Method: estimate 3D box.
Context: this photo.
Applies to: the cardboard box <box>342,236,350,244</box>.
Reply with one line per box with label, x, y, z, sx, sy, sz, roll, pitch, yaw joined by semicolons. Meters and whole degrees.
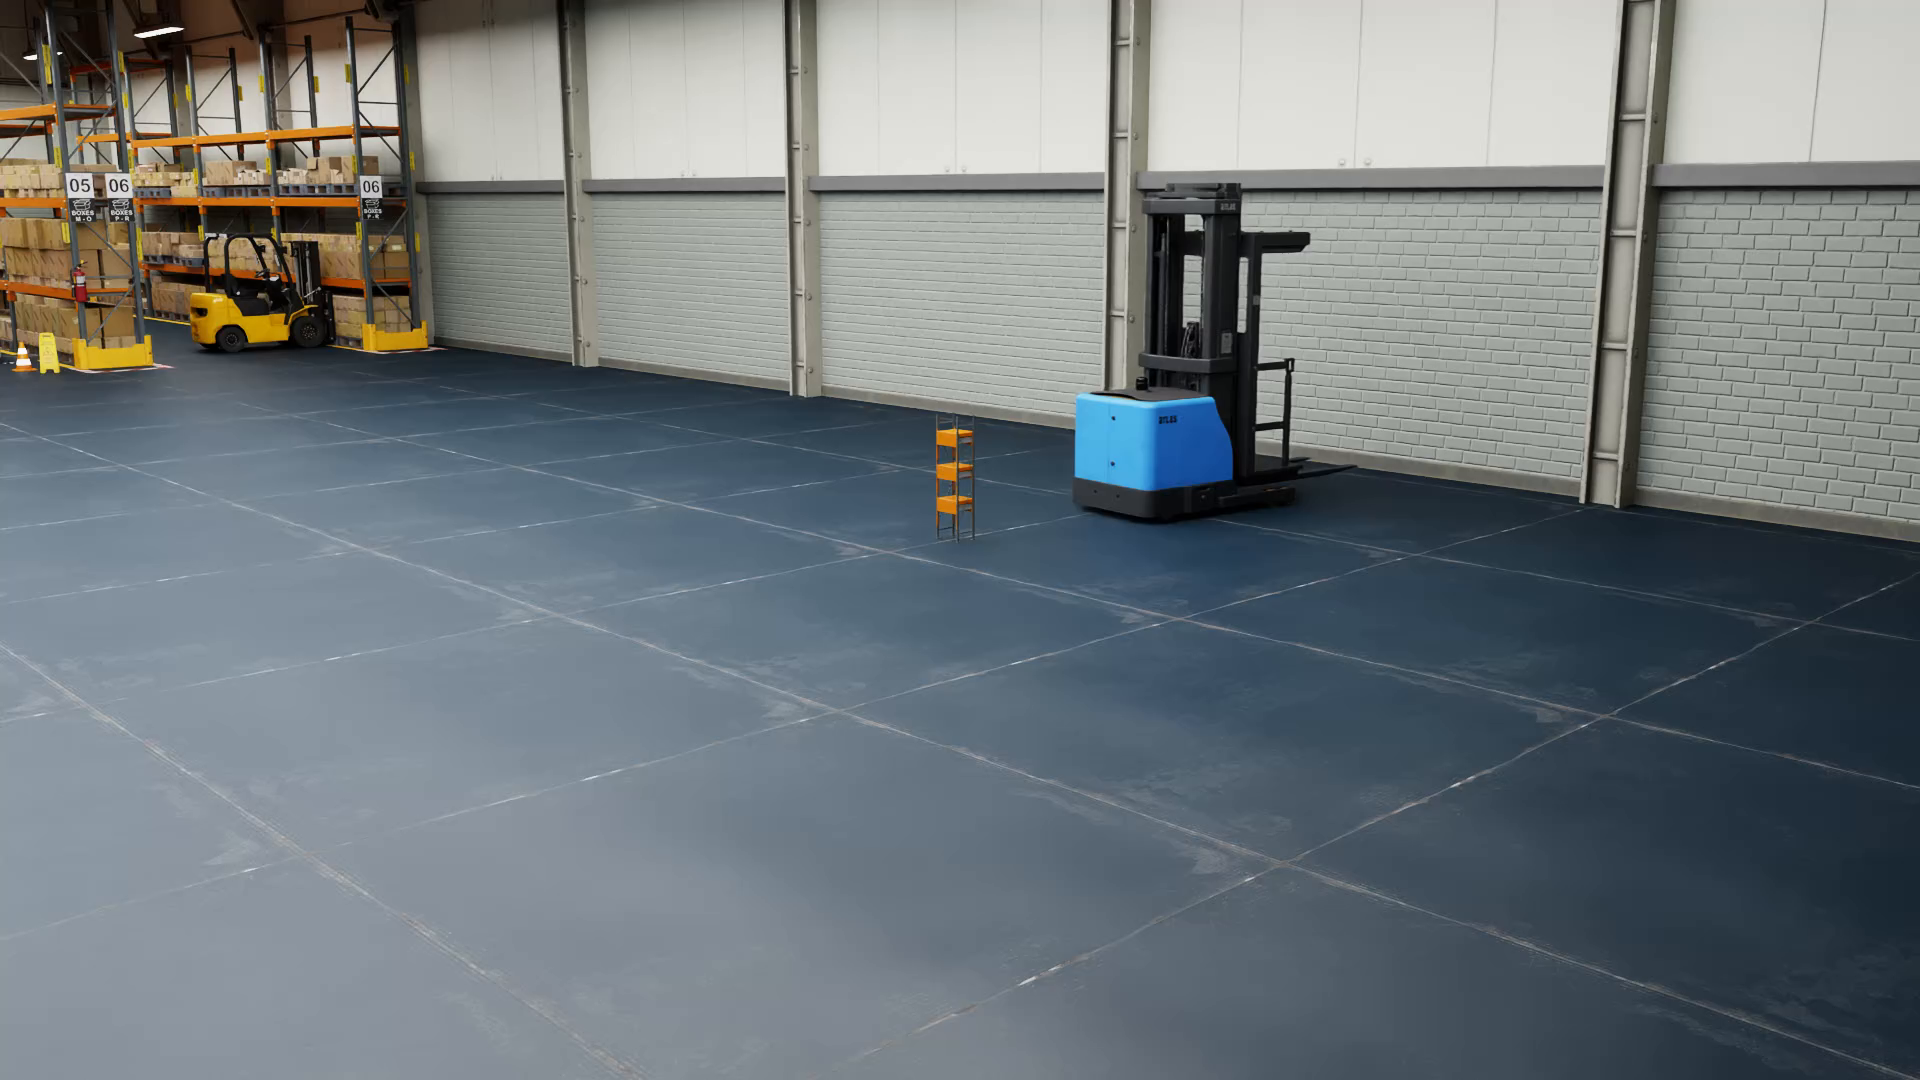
cardboard box;-11.476;-5.691;31.508;0.380;0.149;0.250;-10;16;-41

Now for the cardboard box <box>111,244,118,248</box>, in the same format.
cardboard box;-20.544;-7.174;40.935;0.500;0.250;0.500;11;16;44

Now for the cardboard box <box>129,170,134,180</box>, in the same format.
cardboard box;-19.492;-8.667;39.509;0.500;0.250;0.500;-11;16;-42

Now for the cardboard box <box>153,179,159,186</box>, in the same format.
cardboard box;-18.175;-8.156;37.964;0.380;0.149;0.250;-10;16;-41

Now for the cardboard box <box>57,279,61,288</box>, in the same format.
cardboard box;-15.100;-4.361;28.268;0.380;0.149;0.250;-11;16;-44

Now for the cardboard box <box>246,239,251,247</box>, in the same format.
cardboard box;-14.745;-6.241;34.917;0.380;0.149;0.250;-11;16;-42

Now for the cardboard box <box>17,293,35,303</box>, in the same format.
cardboard box;-16.778;-4.375;30.019;0.380;0.149;0.250;-11;16;-42

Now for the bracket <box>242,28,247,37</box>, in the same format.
bracket;-15.199;-10.905;35.620;0.235;0.232;0.430;-11;16;-43

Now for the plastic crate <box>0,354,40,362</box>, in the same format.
plastic crate;-16.541;-3.208;29.283;0.583;0.080;0.402;6;13;26

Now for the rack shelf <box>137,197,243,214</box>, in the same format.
rack shelf;-17.589;-7.666;38.035;1.077;0.370;4.000;-11;16;-43

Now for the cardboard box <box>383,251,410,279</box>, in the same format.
cardboard box;-10.824;-5.250;31.710;0.500;0.500;0.500;-10;15;-41

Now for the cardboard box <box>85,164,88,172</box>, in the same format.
cardboard box;-14.554;-6.249;28.021;0.380;0.149;0.250;-11;16;-43

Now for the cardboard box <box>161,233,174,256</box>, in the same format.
cardboard box;-17.898;-6.804;38.213;0.700;0.500;0.500;-11;16;-43

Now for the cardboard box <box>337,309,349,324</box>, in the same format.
cardboard box;-11.584;-4.296;31.862;0.500;0.250;0.500;-11;16;-43

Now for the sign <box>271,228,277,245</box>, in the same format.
sign;-13.831;-6.125;33.532;0.100;0.325;0.005;-11;16;-43

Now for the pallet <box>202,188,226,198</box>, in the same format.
pallet;-15.674;-7.547;36.145;1.213;0.211;1.003;-10;15;-40

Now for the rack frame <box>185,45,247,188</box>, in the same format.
rack frame;-16.208;-9.195;36.243;1.000;3.000;0.127;-11;16;-43

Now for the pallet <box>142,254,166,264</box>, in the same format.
pallet;-18.497;-6.615;39.062;1.003;0.211;1.213;-11;16;-43

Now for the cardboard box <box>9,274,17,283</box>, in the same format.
cardboard box;-17.047;-4.767;30.240;0.380;0.149;0.250;-11;16;-43

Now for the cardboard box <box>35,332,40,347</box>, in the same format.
cardboard box;-16.075;-3.563;29.545;0.500;0.250;0.500;-11;16;-43

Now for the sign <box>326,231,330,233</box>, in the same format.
sign;-13.045;-6.214;34.296;0.100;0.325;0.005;-11;16;-43

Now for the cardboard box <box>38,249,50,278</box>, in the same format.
cardboard box;-15.530;-4.780;28.694;0.500;0.500;0.500;-11;16;-43

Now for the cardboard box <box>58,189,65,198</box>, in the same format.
cardboard box;-14.719;-5.757;27.608;0.380;0.149;0.250;-11;16;-42

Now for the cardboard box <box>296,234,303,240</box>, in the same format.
cardboard box;-12.908;-5.984;32.932;0.380;0.149;0.250;-10;16;-41

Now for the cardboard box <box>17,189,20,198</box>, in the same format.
cardboard box;-16.459;-6.139;29.463;0.380;0.149;0.250;-10;15;-41

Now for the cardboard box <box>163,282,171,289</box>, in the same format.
cardboard box;-18.482;-5.985;39.074;0.250;0.149;0.380;11;16;42

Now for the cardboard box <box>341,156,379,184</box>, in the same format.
cardboard box;-11.165;-6.893;30.965;0.500;0.500;0.500;-10;15;-41

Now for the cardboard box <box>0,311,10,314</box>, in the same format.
cardboard box;-18.897;-4.293;32.787;0.950;0.372;0.625;-11;16;-44

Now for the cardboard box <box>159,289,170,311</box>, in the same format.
cardboard box;-18.424;-5.644;39.027;0.500;0.500;0.500;-11;16;-43

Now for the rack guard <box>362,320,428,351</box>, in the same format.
rack guard;-10.666;-3.862;31.417;1.175;0.500;0.348;-11;16;-43

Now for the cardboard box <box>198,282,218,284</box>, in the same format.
cardboard box;-17.582;-5.944;38.873;0.380;0.149;0.250;-11;16;-42

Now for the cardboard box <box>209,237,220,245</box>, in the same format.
cardboard box;-16.200;-6.536;36.348;0.380;0.149;0.250;-10;15;-41

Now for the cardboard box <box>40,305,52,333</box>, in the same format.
cardboard box;-15.718;-3.855;29.102;0.500;0.500;0.500;11;16;44

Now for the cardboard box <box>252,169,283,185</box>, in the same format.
cardboard box;-14.121;-7.425;34.017;0.500;0.311;0.500;11;16;43

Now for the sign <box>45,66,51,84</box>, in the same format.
sign;-16.627;-8.489;30.301;0.100;0.325;0.005;-11;16;-43

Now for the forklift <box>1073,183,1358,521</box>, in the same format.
forklift;2.513;-1.818;15.471;3.031;2.935;1.130;-9;15;-37

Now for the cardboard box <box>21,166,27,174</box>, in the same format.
cardboard box;-16.112;-6.444;28.968;0.380;0.149;0.250;-11;16;-43

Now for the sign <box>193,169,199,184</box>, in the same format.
sign;-16.601;-7.904;36.128;0.100;0.325;0.005;-11;16;-43

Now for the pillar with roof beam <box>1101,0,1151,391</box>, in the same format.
pillar with roof beam;-1.195;-5.028;16.017;9.100;9.000;0.400;-11;16;-43

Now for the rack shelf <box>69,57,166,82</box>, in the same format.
rack shelf;-20.351;-11.347;40.231;1.077;0.370;4.000;-11;16;-43

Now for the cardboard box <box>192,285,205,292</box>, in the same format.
cardboard box;-17.093;-5.673;37.560;0.250;0.149;0.380;11;16;43

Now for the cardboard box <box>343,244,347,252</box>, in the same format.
cardboard box;-11.458;-5.547;31.548;0.380;0.149;0.250;-11;16;-42

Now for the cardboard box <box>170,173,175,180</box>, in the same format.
cardboard box;-17.555;-8.192;37.453;0.380;0.149;0.250;-11;16;-42

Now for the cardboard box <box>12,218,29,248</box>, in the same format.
cardboard box;-16.221;-5.416;29.305;0.700;0.500;0.500;-11;16;-44

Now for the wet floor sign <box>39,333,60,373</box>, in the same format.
wet floor sign;-14.913;-3.067;27.201;0.267;0.644;0.232;-5;13;-23

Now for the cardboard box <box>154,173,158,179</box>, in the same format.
cardboard box;-18.141;-8.304;37.948;0.380;0.149;0.250;-11;16;-42

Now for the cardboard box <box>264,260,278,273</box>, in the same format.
cardboard box;-13.982;-5.637;34.210;0.500;0.250;0.500;-10;16;-41

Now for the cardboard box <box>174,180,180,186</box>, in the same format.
cardboard box;-17.496;-8.058;37.538;0.380;0.149;0.250;-10;15;-41

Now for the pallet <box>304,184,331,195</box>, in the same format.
pallet;-11.999;-6.800;32.271;1.003;0.211;1.213;-11;16;-43

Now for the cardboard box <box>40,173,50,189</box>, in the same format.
cardboard box;-15.155;-6.051;28.051;0.500;0.250;0.500;-11;16;-43

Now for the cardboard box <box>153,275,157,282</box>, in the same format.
cardboard box;-18.871;-6.205;39.403;0.380;0.149;0.250;-11;16;-44

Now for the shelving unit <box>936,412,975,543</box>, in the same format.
shelving unit;-0.037;-0.522;13.843;0.215;1.050;0.252;-11;16;-43

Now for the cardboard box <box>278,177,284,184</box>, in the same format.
cardboard box;-13.355;-7.166;33.162;0.380;0.149;0.250;-10;16;-41

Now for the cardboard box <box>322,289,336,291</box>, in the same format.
cardboard box;-12.965;-4.977;33.931;0.500;0.250;0.500;-10;16;-41

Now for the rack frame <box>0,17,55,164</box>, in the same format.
rack frame;-17.033;-7.919;30.050;1.000;3.000;0.127;-11;16;-43
